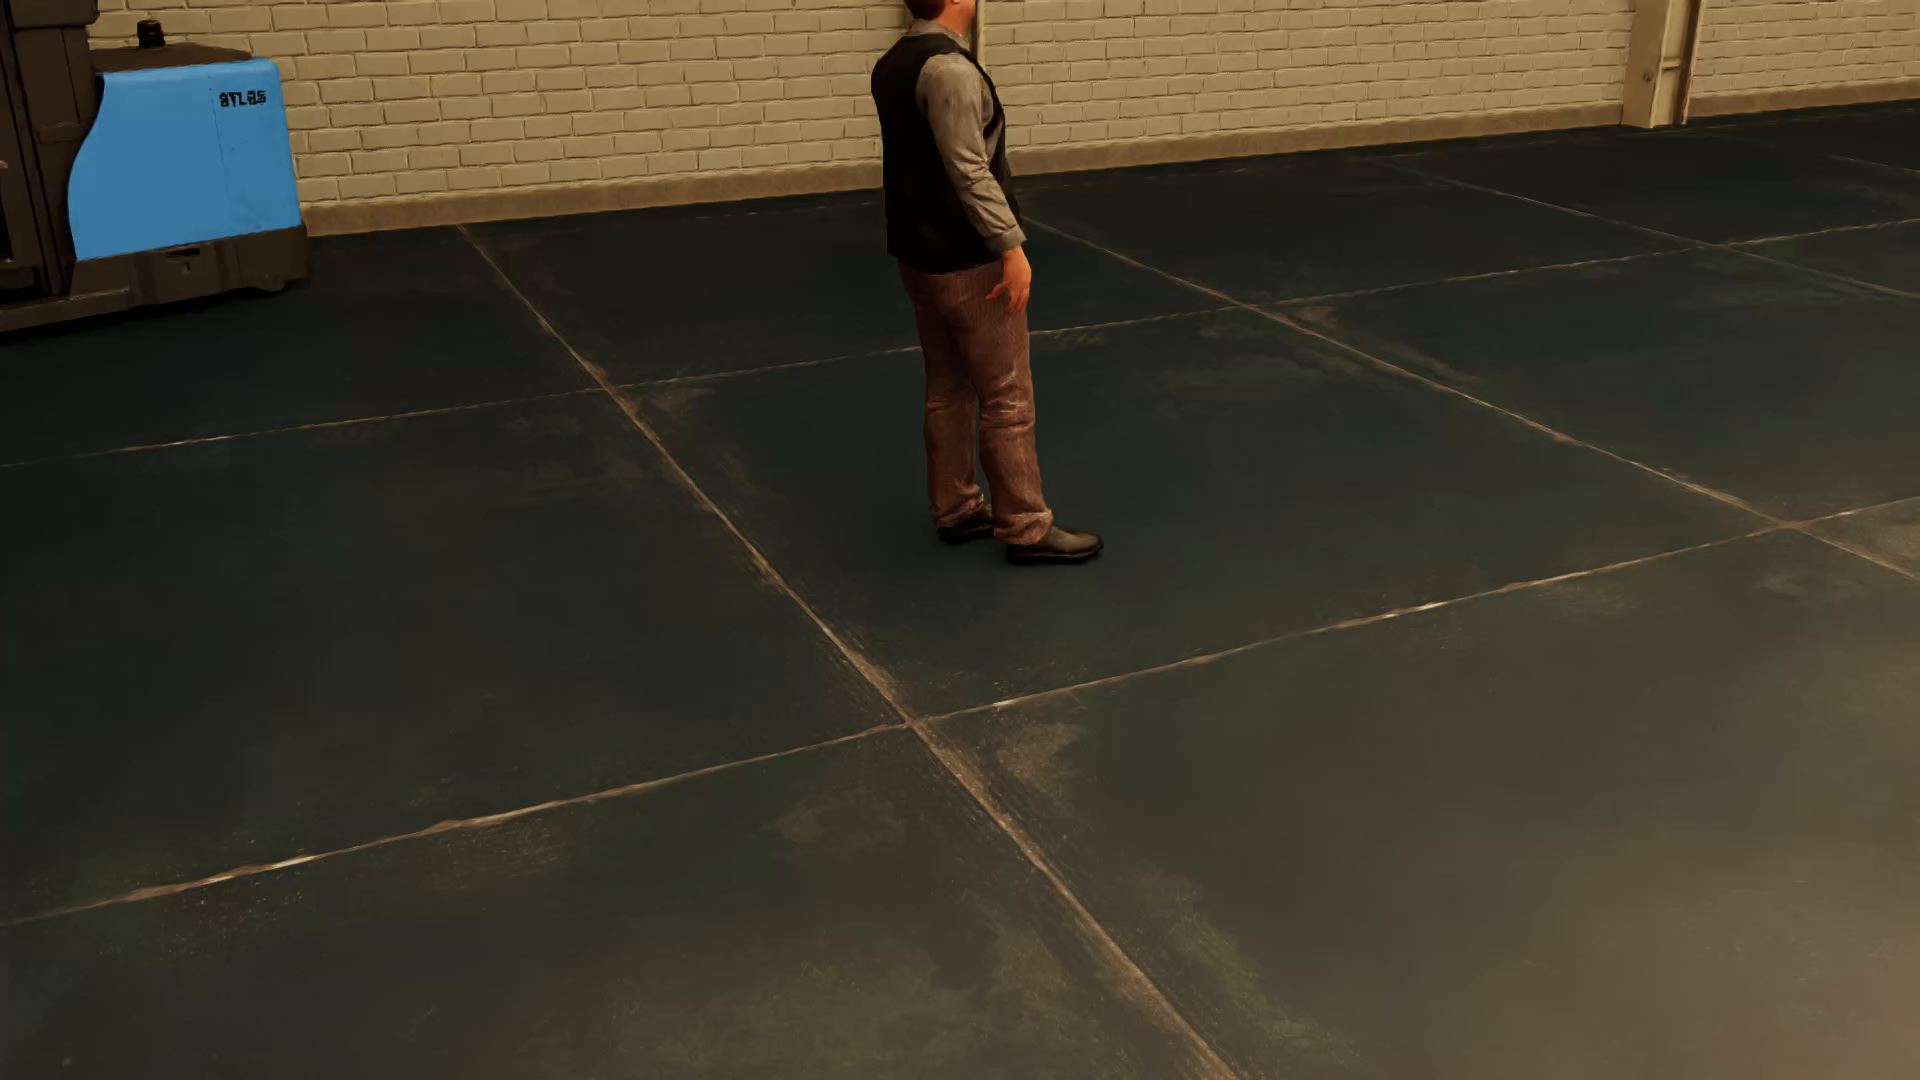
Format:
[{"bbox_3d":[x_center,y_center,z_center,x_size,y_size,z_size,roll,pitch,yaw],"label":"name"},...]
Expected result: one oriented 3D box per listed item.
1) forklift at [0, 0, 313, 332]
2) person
[{"bbox_3d":[-4.514,-2.296,6.812,1.130,2.935,3.031,21,30,41],"label":"forklift"},{"bbox_3d":[0.060,-0.809,4.791,0.567,1.720,0.632,-10,25,-23],"label":"person"}]
